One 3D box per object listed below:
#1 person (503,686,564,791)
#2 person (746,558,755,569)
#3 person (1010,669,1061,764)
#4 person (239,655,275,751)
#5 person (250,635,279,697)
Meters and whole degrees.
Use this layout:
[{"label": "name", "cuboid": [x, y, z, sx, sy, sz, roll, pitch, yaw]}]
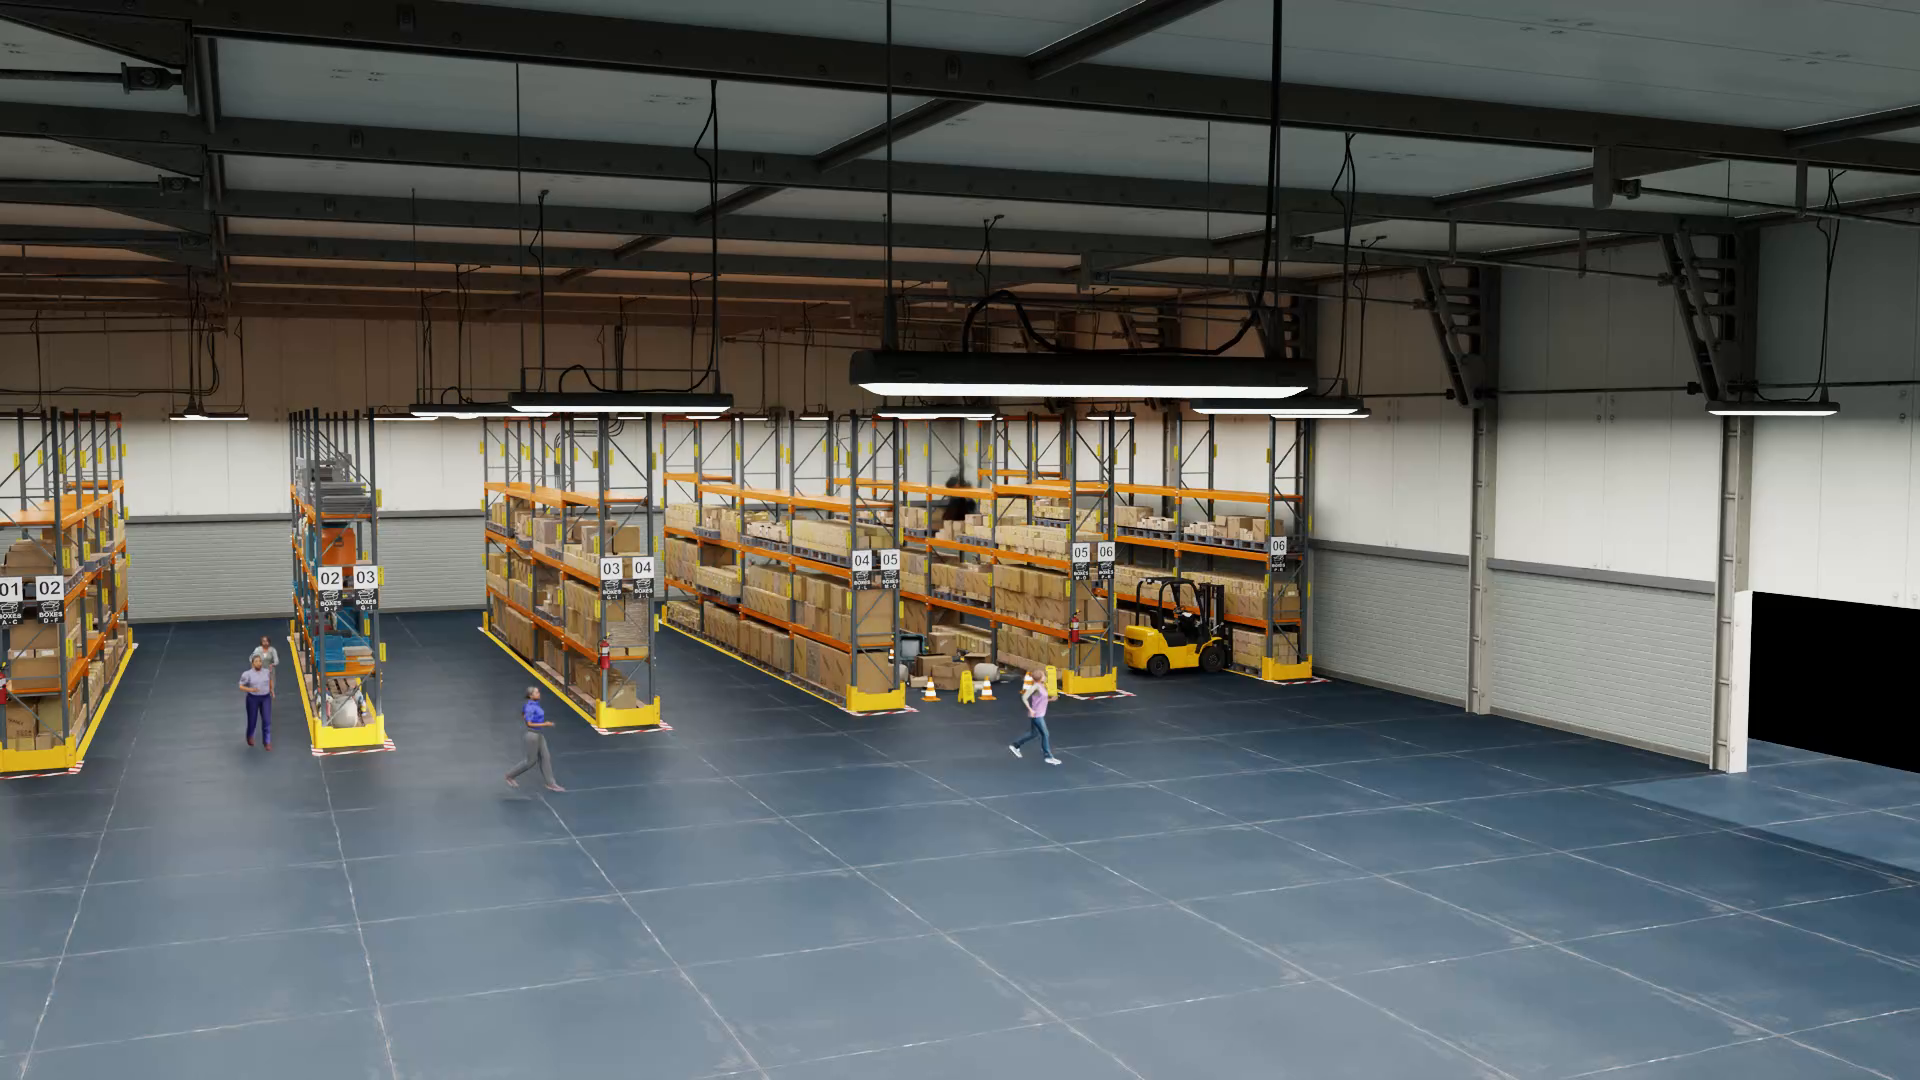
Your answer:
[{"label": "person", "cuboid": [-6.599, 3.080, 25.707, 0.923, 1.657, 0.579, 0, 4, -2]}, {"label": "person", "cuboid": [-6.323, 1.379, 50.149, 0.656, 1.701, 0.585, -2, 4, -22]}, {"label": "person", "cuboid": [1.259, 2.949, 27.864, 0.884, 1.587, 0.534, 1, 4, 12]}, {"label": "person", "cuboid": [-12.327, 2.838, 29.194, 0.621, 1.638, 0.838, -3, 5, -38]}, {"label": "person", "cuboid": [-13.573, 2.647, 32.482, 0.501, 1.579, 0.731, -2, 5, -29]}]
